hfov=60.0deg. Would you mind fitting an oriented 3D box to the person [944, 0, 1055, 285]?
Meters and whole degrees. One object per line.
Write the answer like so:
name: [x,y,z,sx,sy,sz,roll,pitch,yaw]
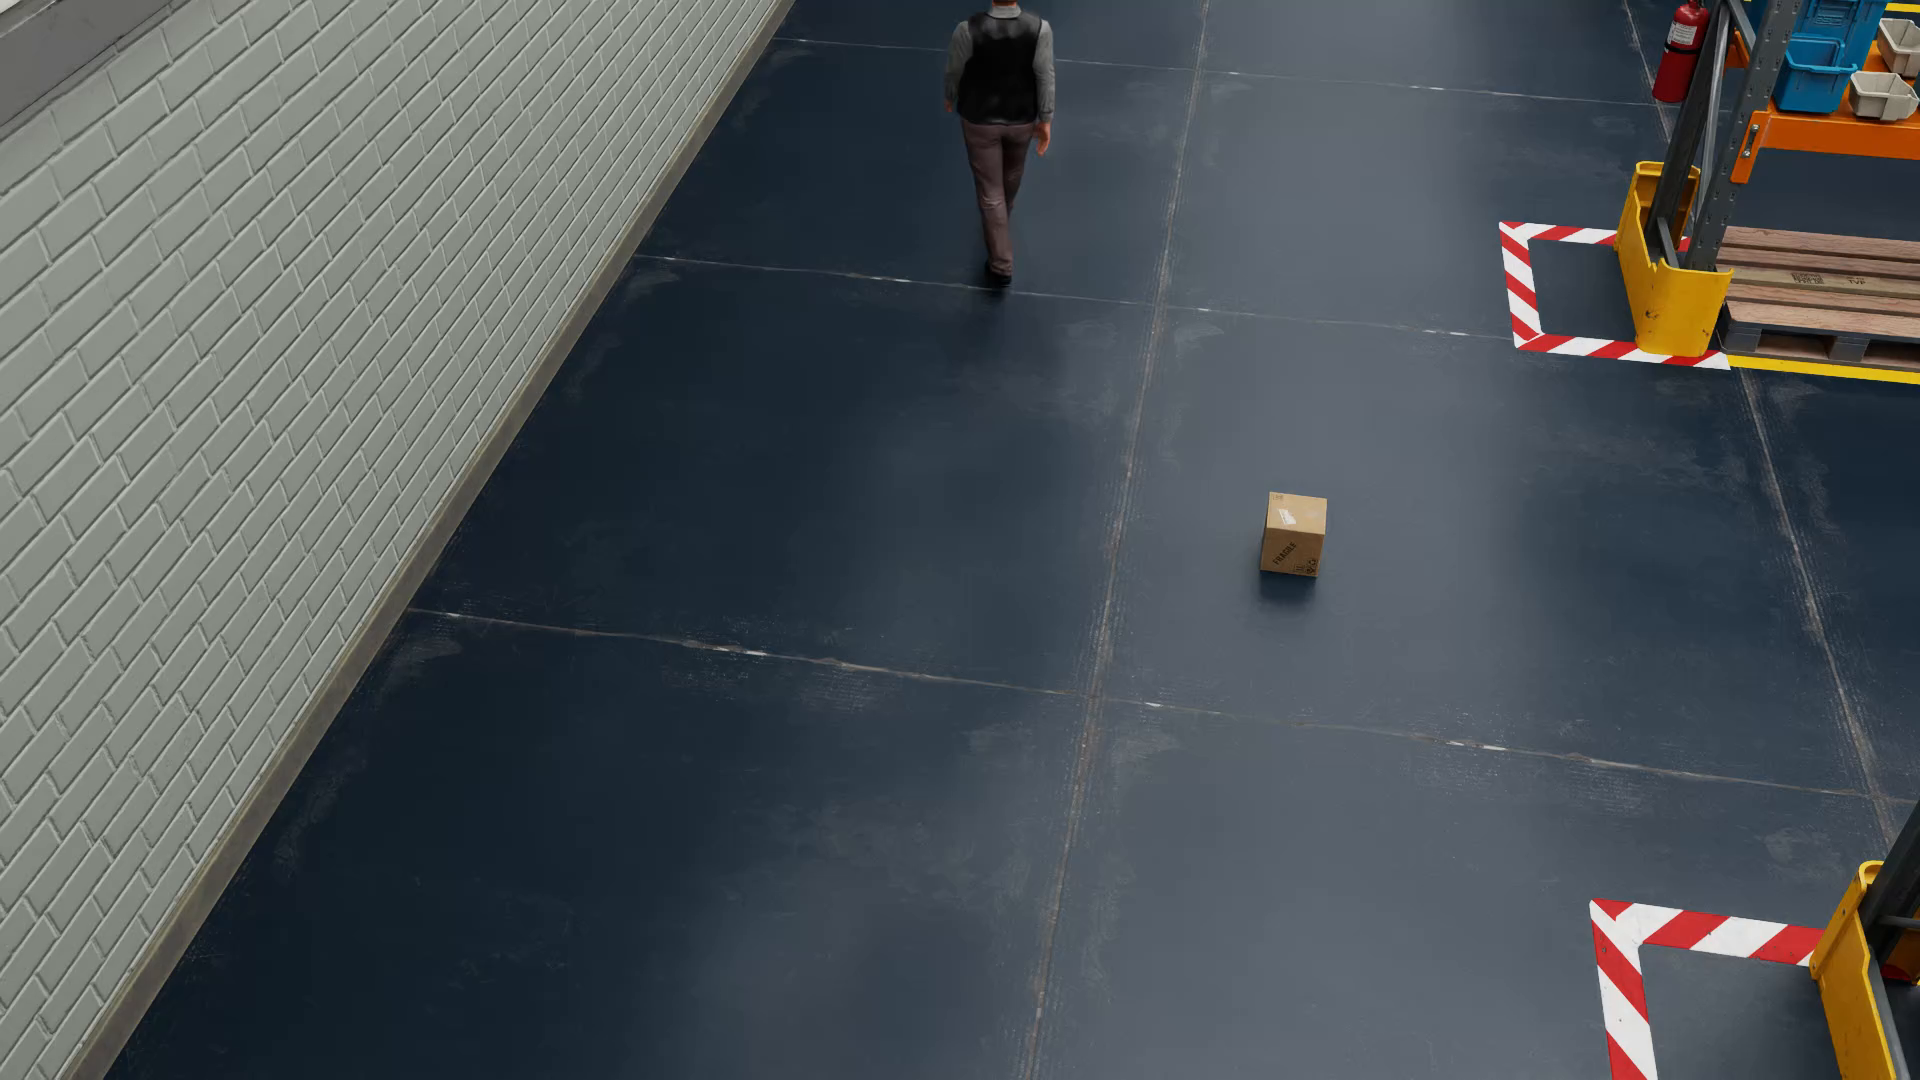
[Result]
person: [0.179,-2.319,8.897,0.559,1.663,1.019,-8,41,-9]
